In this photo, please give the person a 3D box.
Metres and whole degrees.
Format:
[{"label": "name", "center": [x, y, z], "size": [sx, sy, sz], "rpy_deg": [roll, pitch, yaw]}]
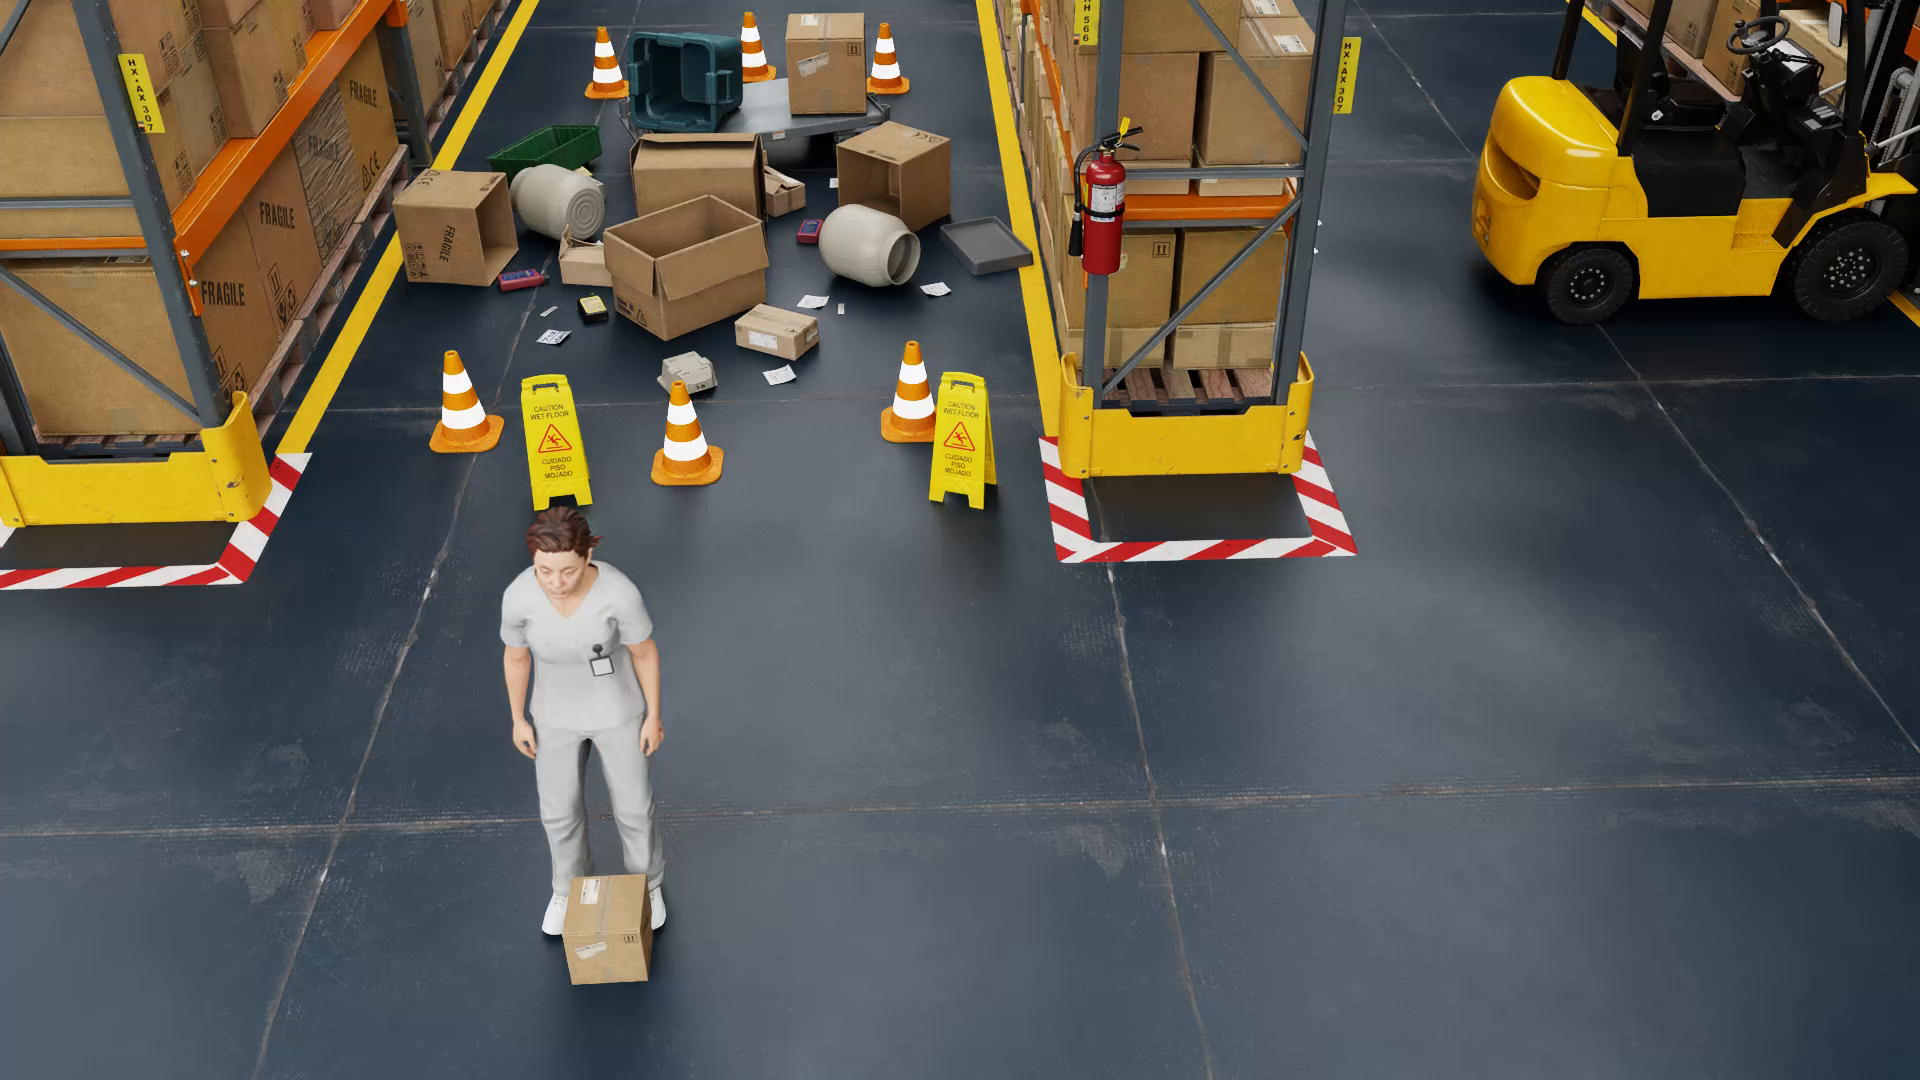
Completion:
[{"label": "person", "center": [-1.192, 0.575, 5.336], "size": [0.489, 1.673, 0.355], "rpy_deg": [-2, 35, -2]}]
